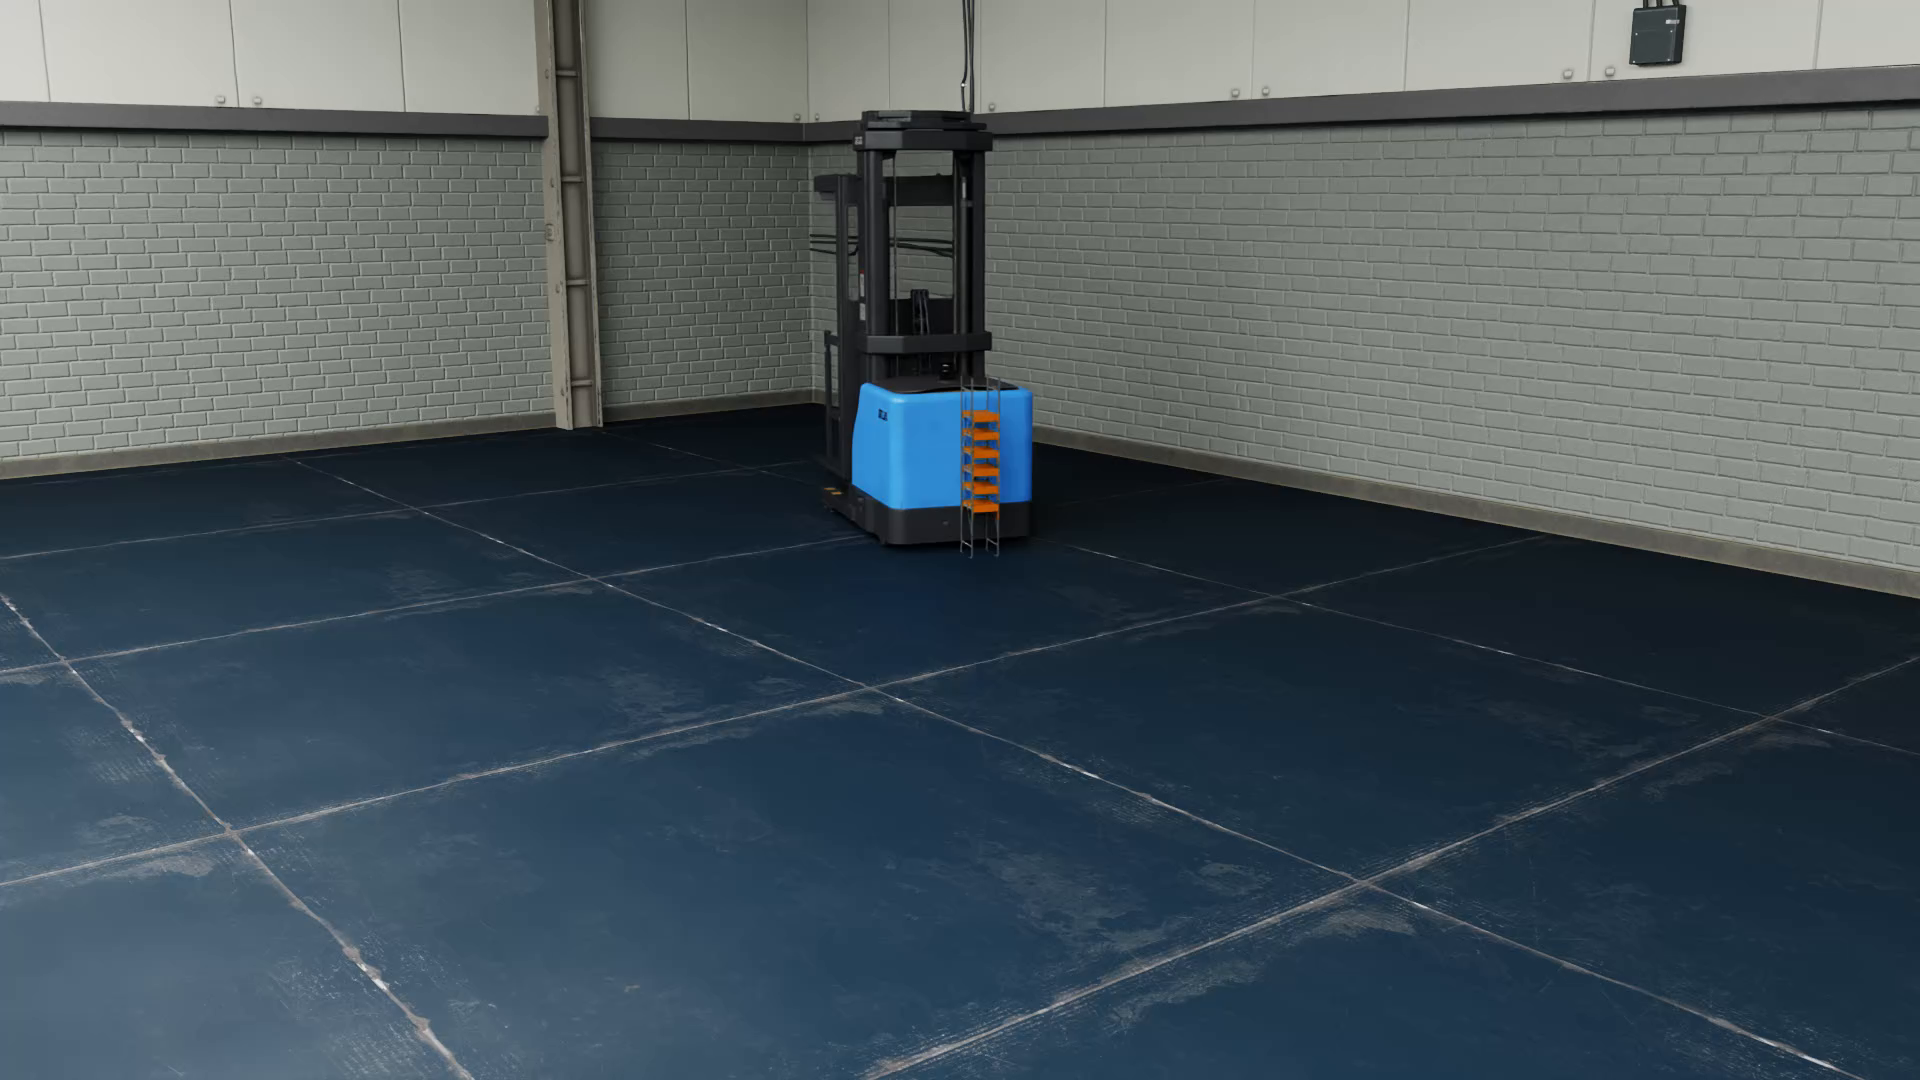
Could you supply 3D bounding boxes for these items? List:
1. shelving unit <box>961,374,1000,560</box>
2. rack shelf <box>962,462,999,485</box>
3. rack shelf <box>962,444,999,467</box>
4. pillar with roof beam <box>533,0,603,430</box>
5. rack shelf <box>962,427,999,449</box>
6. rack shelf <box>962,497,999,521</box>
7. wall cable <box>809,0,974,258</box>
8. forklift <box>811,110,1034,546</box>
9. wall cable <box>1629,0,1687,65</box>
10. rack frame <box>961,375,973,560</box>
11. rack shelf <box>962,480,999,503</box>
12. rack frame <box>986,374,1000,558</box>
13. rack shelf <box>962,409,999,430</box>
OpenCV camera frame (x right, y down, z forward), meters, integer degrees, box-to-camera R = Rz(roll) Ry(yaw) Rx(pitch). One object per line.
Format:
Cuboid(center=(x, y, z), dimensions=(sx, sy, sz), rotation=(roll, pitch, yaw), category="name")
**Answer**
Cuboid(center=(0.132, -0.487, 11.031), dimensions=(0.189, 1.200, 0.258), rotation=(-4, 13, -18), category="shelving unit")
Cuboid(center=(0.132, -0.443, 11.041), dimensions=(0.180, 0.103, 0.258), rotation=(-4, 13, -18), category="rack shelf")
Cuboid(center=(0.132, -0.561, 11.016), dimensions=(0.180, 0.103, 0.258), rotation=(-4, 13, -18), category="rack shelf")
Cuboid(center=(-1.235, -4.875, 12.922), dimensions=(0.400, 9.000, 9.100), rotation=(-9, 15, -38), category="pillar with roof beam")
Cuboid(center=(0.132, -0.678, 10.991), dimensions=(0.180, 0.103, 0.258), rotation=(-4, 13, -18), category="rack shelf")
Cuboid(center=(0.132, -0.209, 11.091), dimensions=(0.180, 0.103, 0.258), rotation=(-4, 13, -18), category="rack shelf")
Cuboid(center=(-0.798, -4.222, 17.323), dimensions=(0.112, 2.526, 3.097), rotation=(-9, 15, -38), category="wall cable")
Cuboid(center=(-0.441, -1.658, 12.380), dimensions=(1.130, 2.935, 3.031), rotation=(-4, 13, -18), category="forklift")
Cuboid(center=(5.120, -5.863, 9.386), dimensions=(0.169, 6.003, 2.305), rotation=(-9, 15, -38), category="wall cable")
Cuboid(center=(0.046, -0.481, 11.003), dimensions=(0.006, 1.200, 0.240), rotation=(-4, 13, -18), category="rack frame")
Cuboid(center=(0.132, -0.326, 11.066), dimensions=(0.180, 0.103, 0.258), rotation=(-4, 13, -18), category="rack shelf")
Cuboid(center=(0.219, -0.493, 11.060), dimensions=(0.006, 1.200, 0.240), rotation=(-4, 13, -18), category="rack frame")
Cuboid(center=(0.132, -0.795, 10.966), dimensions=(0.180, 0.103, 0.258), rotation=(-4, 13, -18), category="rack shelf")
